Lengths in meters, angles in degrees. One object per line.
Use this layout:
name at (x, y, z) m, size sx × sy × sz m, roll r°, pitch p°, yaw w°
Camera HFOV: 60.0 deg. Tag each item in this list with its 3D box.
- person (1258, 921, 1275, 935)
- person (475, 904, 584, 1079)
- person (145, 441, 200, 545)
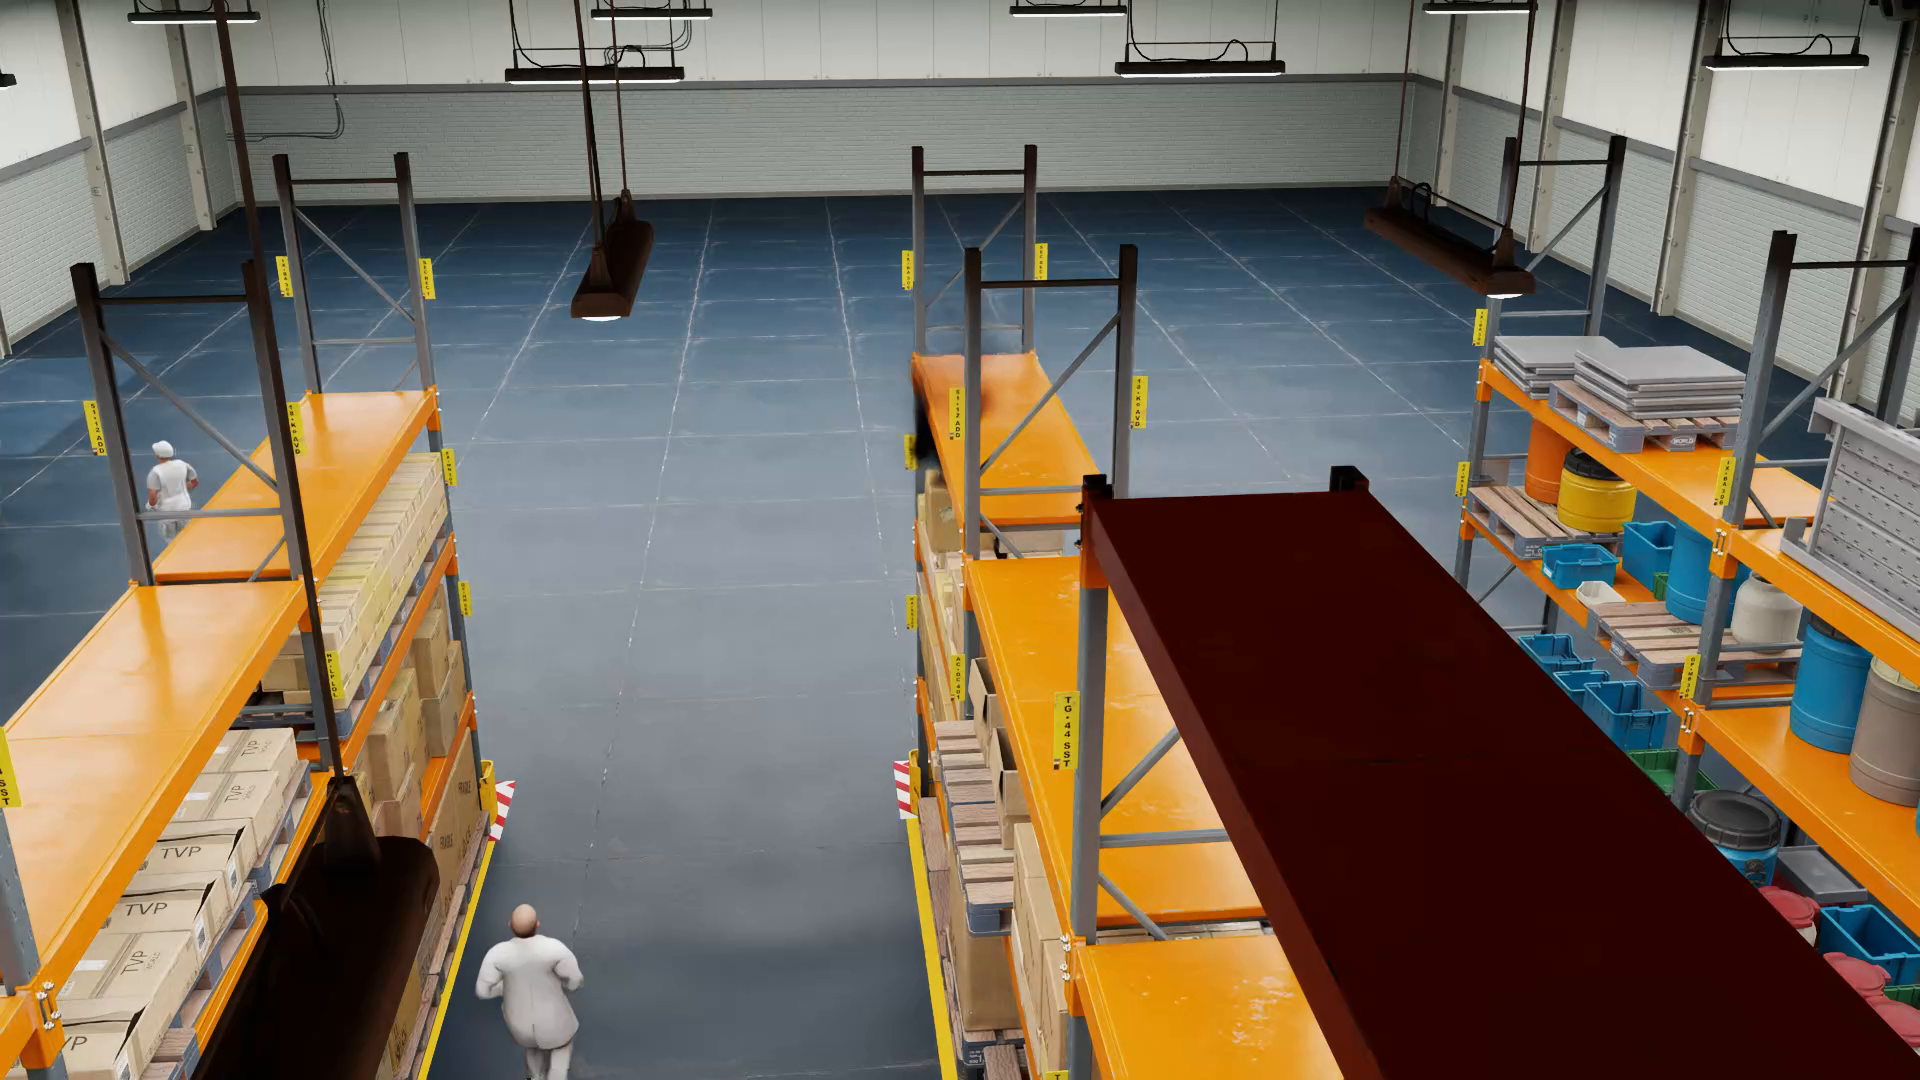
person at (2.035, 3.098, 11.582) m, size 0.608 × 1.658 × 0.543 m, roll -2°, pitch 22°, yaw -6°
person at (-2.862, 3.202, 11.201) m, size 0.712 × 1.726 × 0.678 m, roll -2°, pitch 22°, yaw -6°
person at (-9.524, -0.365, 20.199) m, size 0.669 × 1.749 × 0.653 m, roll 16°, pitch 26°, yaw 34°
